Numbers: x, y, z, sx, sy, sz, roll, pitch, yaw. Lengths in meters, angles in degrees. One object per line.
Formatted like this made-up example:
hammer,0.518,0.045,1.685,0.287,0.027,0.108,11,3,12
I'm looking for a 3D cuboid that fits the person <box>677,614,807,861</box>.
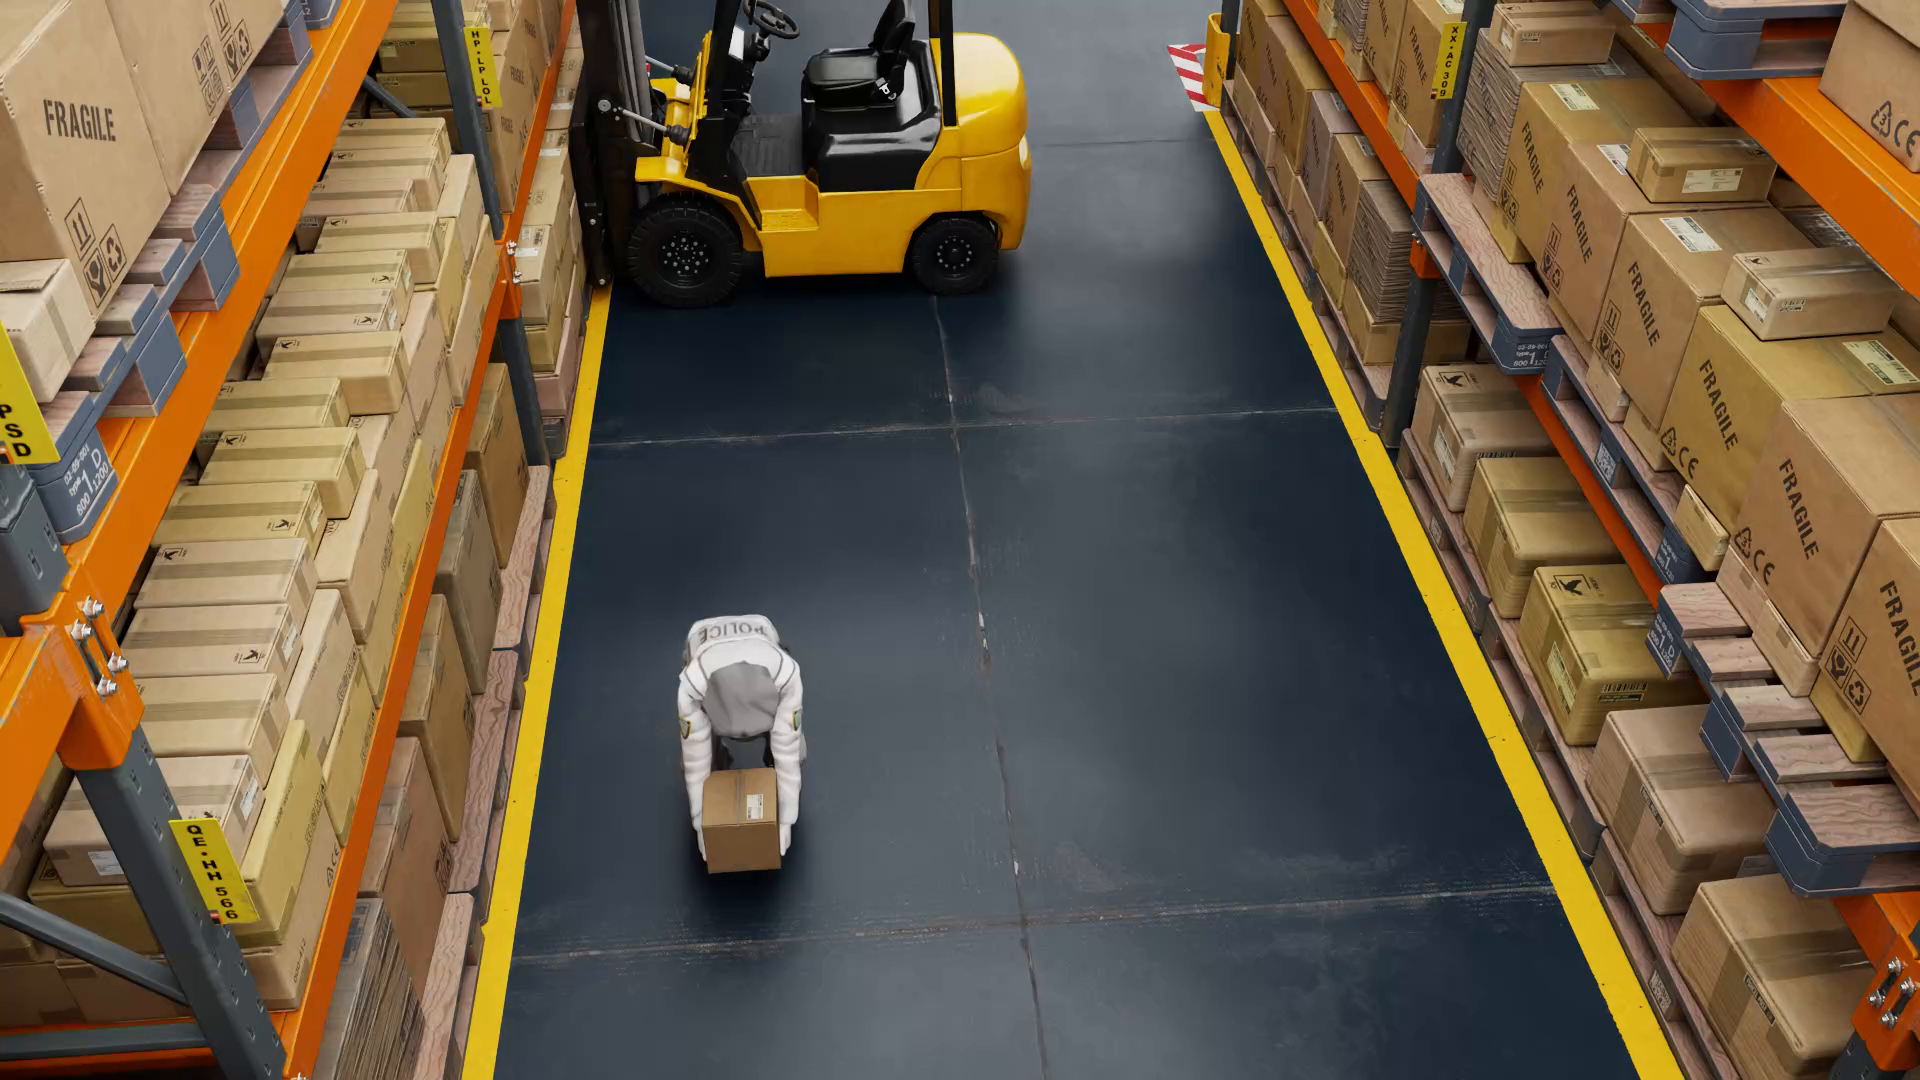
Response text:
person,-0.781,0.638,5.926,0.457,0.980,0.860,-4,40,-5
